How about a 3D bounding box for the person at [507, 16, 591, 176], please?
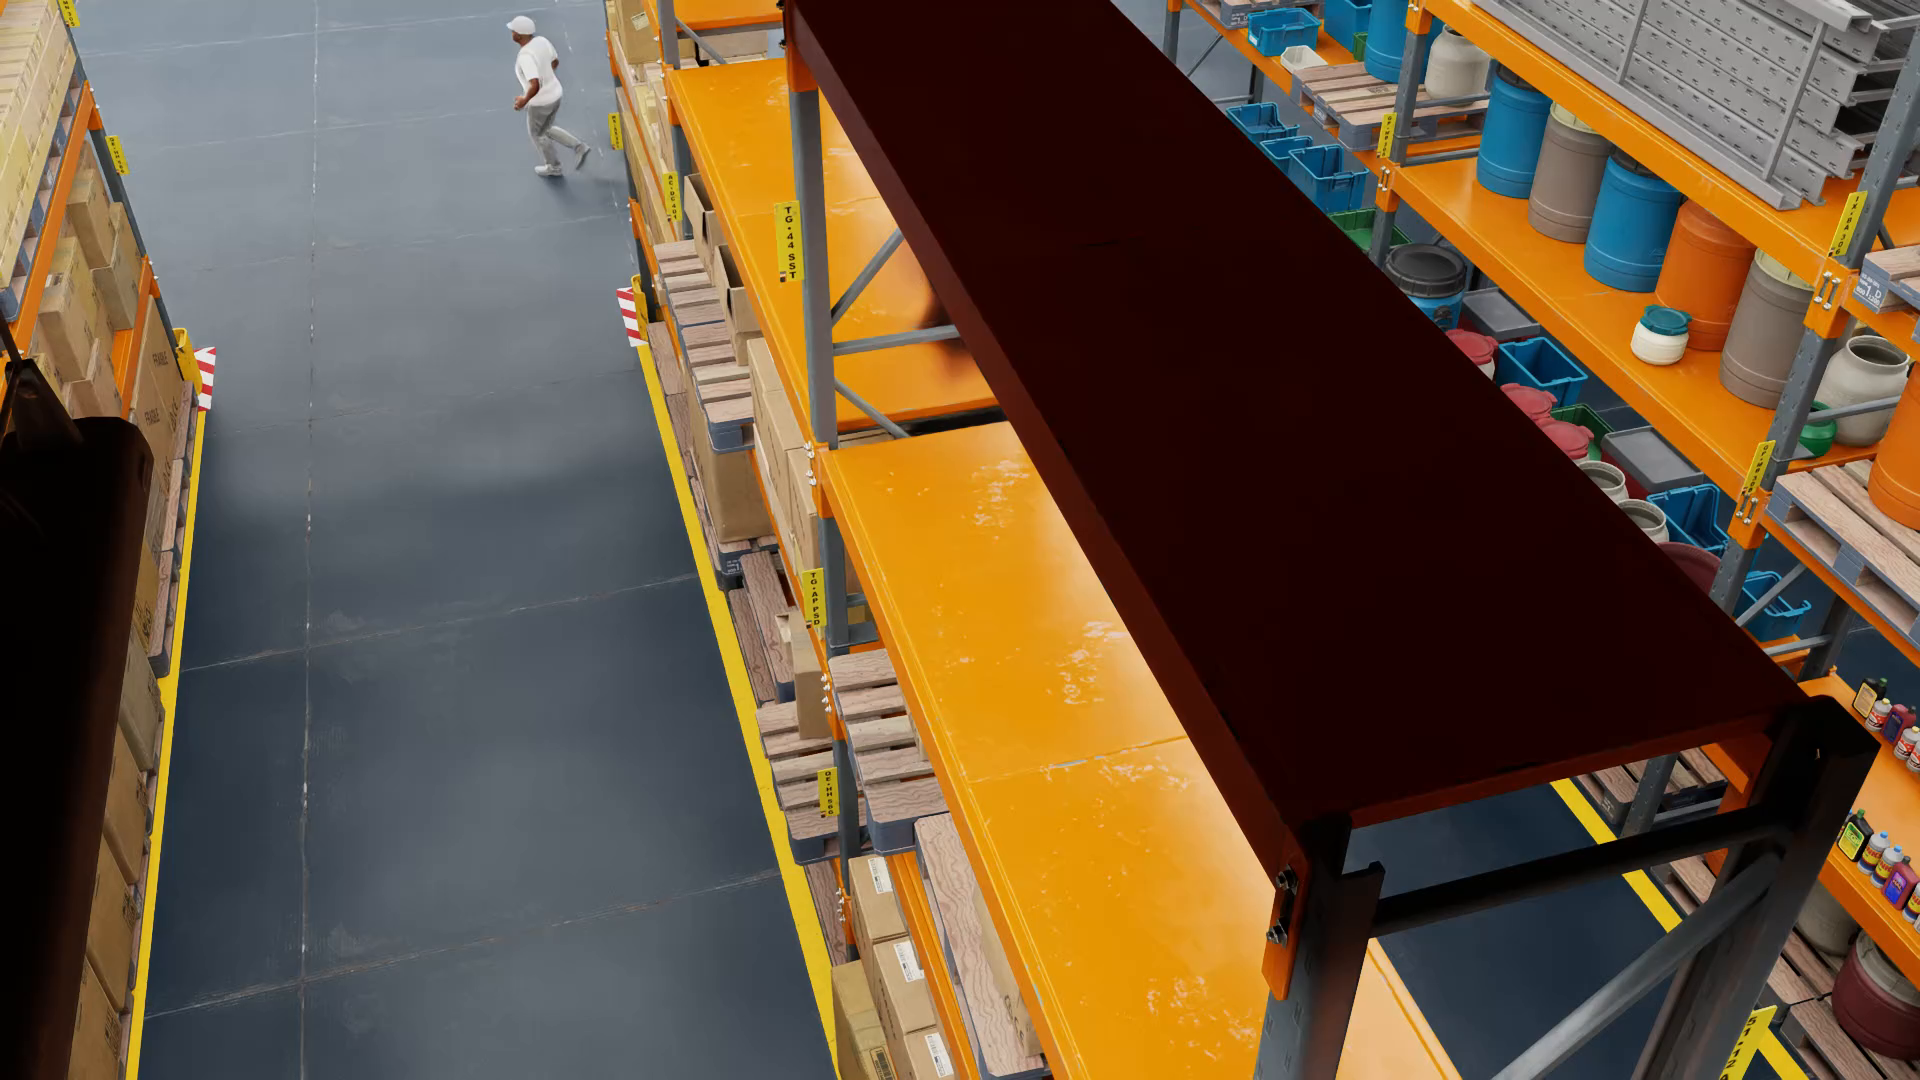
[{"bbox_3d":[-4.260,-4.583,17.255,0.683,1.712,0.703,8,39,10],"label":"person"}]
